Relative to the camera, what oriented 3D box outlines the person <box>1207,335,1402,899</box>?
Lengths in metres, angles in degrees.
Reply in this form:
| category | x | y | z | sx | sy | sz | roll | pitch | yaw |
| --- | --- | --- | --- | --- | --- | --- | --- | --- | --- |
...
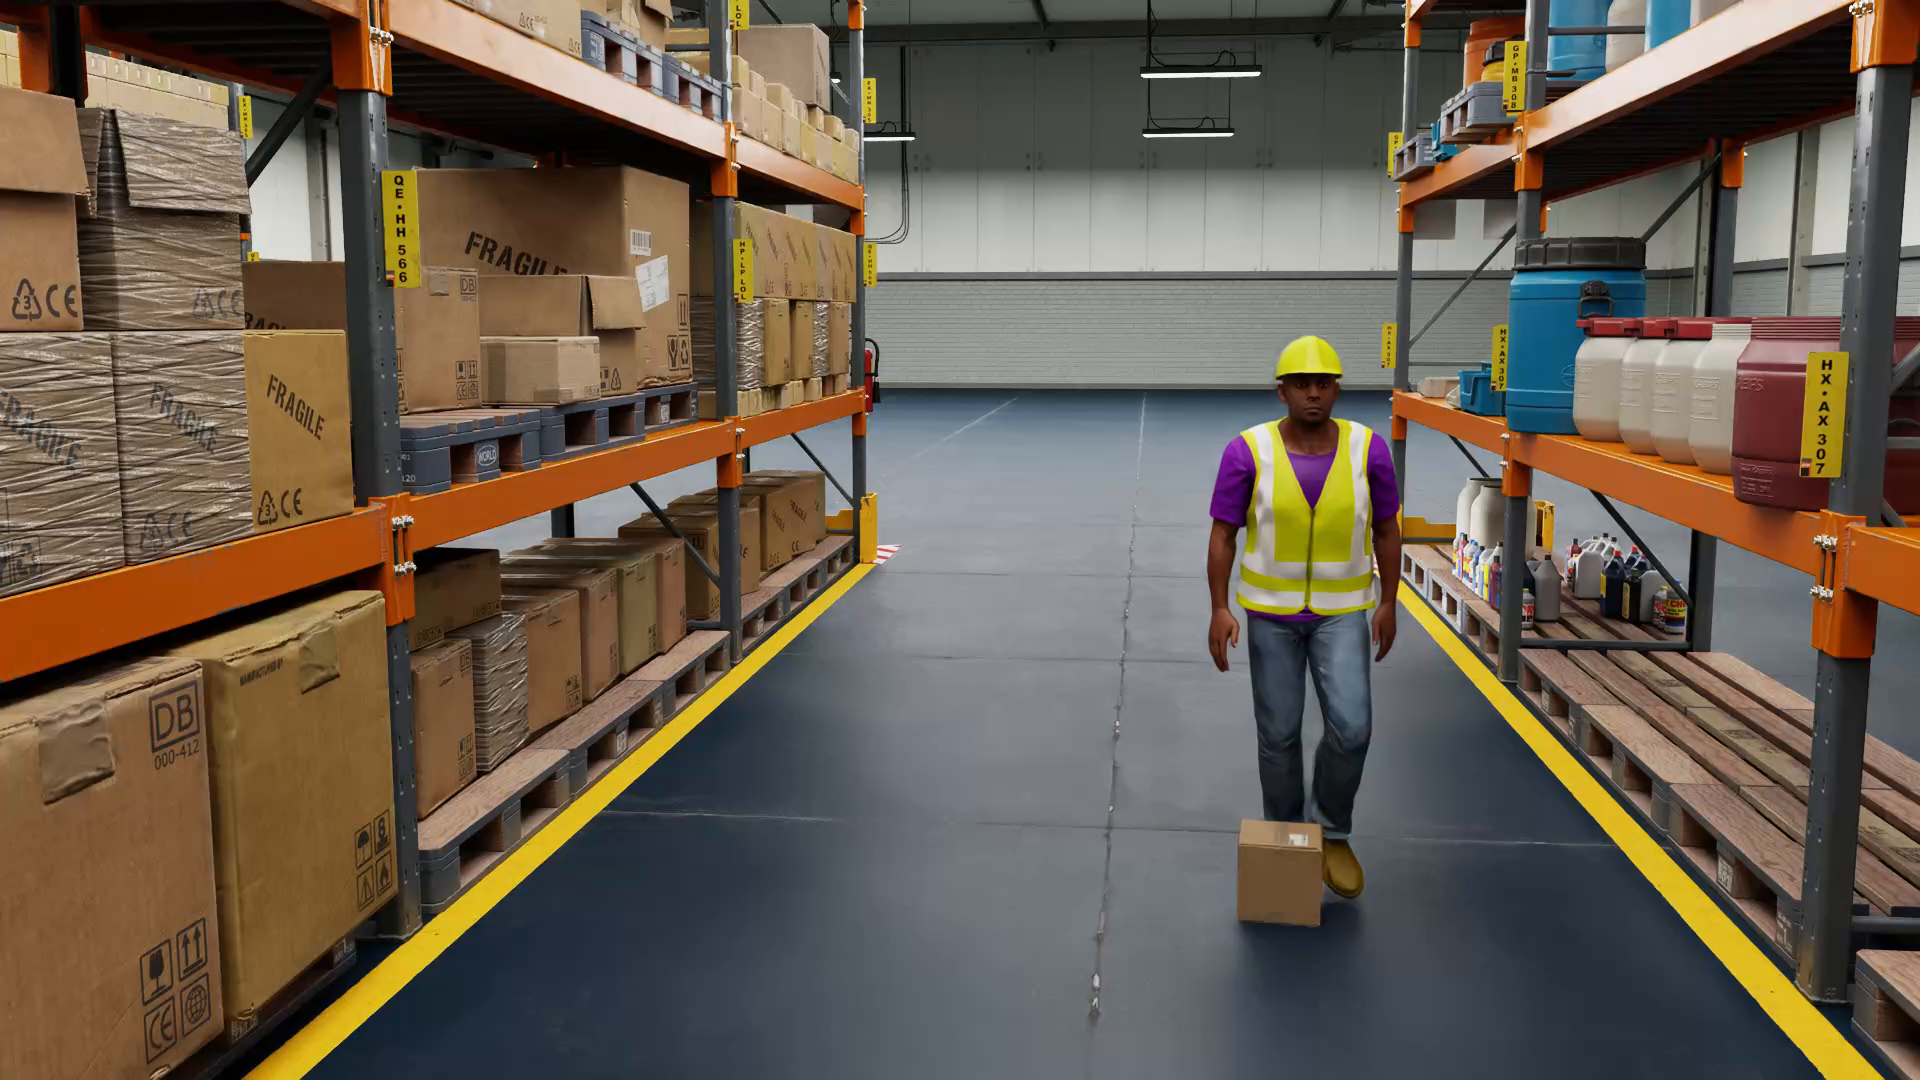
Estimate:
| category | x | y | z | sx | sy | sz | roll | pitch | yaw |
| --- | --- | --- | --- | --- | --- | --- | --- | --- | --- |
| person | 1.094 | 0.241 | 5.295 | 0.614 | 1.772 | 0.530 | 1 | 8 | 9 |
